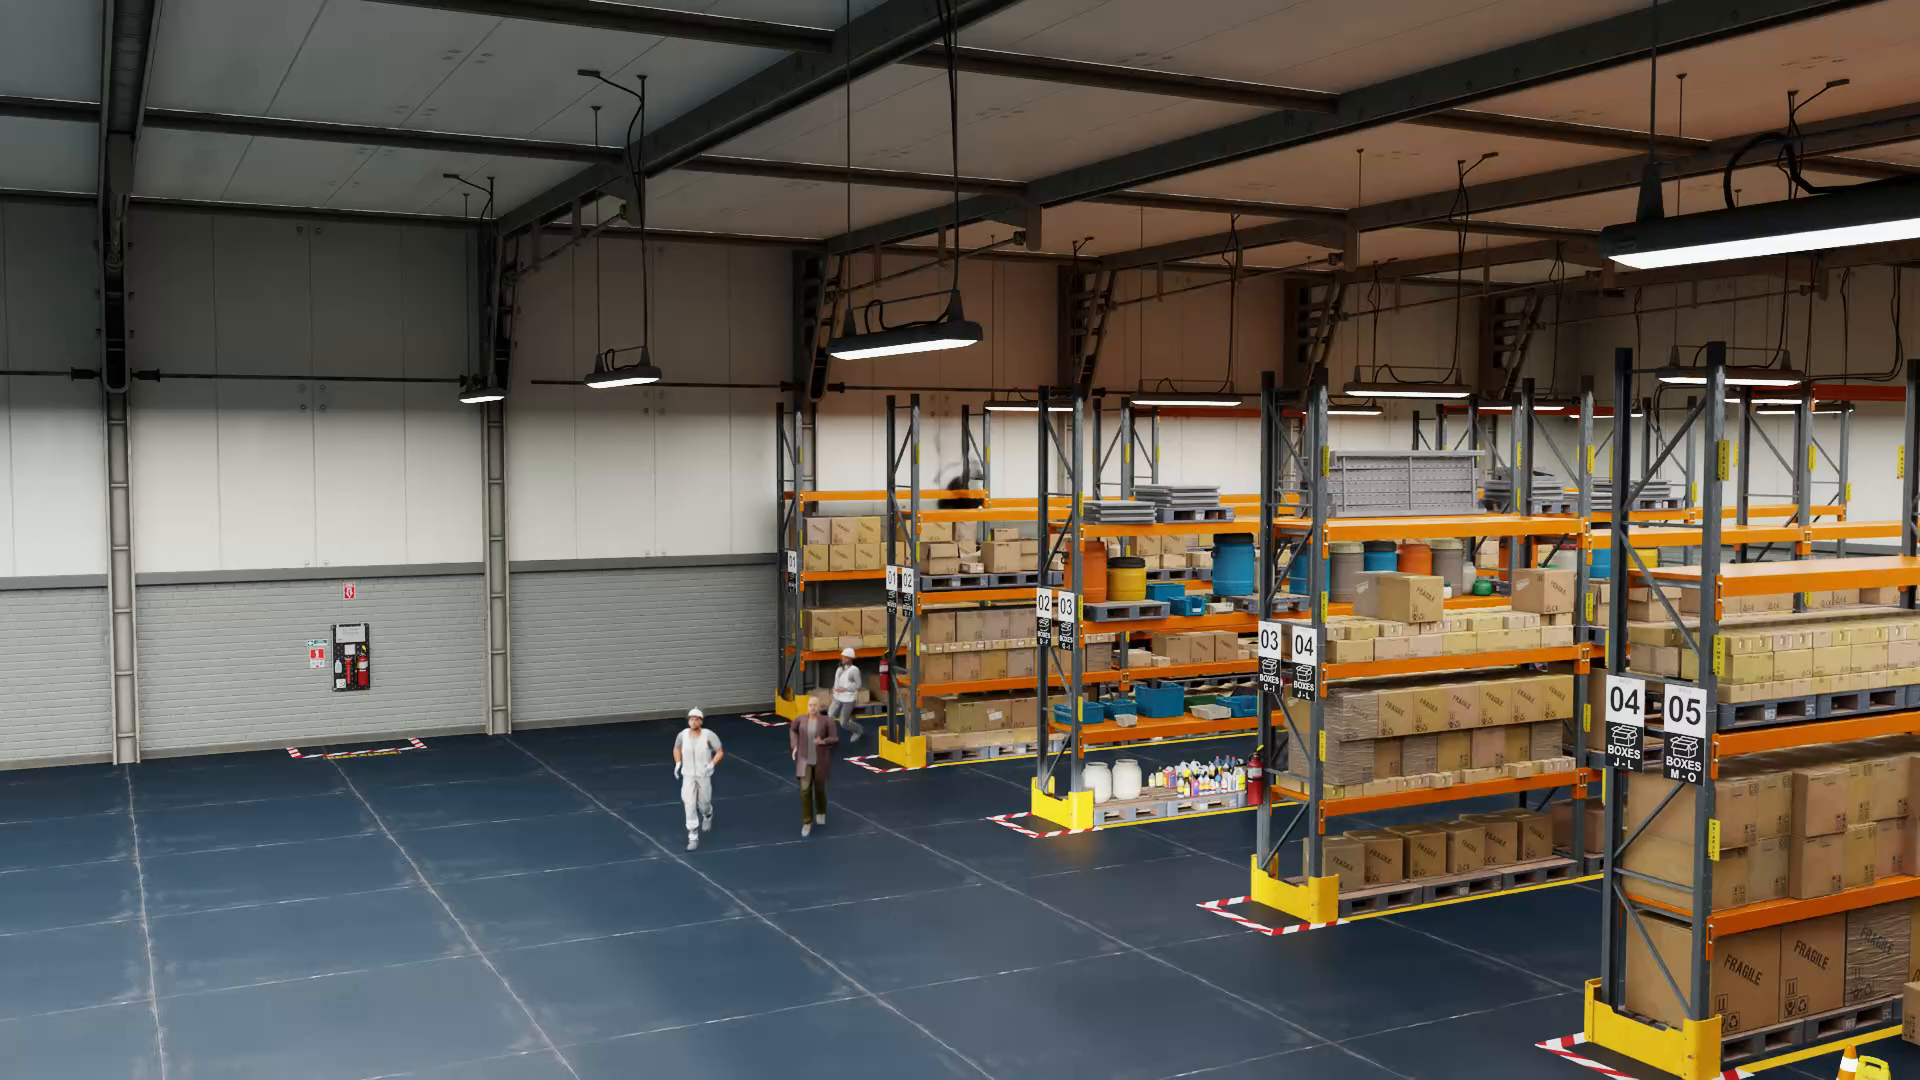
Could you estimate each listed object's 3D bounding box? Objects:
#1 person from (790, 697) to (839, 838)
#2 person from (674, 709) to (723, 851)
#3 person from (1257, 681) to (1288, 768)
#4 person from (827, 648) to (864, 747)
[{"bbox_3d":[-1.964,3.006,22.325,0.694,1.824,0.876,0,3,2],"label":"person"},{"bbox_3d":[-3.401,3.063,21.573,0.669,1.779,0.906,0,3,0],"label":"person"},{"bbox_3d":[4.912,2.798,26.470,0.597,1.716,0.731,-2,4,-26],"label":"person"},{"bbox_3d":[-1.921,2.698,28.341,0.872,1.741,0.695,-3,5,-45],"label":"person"}]
